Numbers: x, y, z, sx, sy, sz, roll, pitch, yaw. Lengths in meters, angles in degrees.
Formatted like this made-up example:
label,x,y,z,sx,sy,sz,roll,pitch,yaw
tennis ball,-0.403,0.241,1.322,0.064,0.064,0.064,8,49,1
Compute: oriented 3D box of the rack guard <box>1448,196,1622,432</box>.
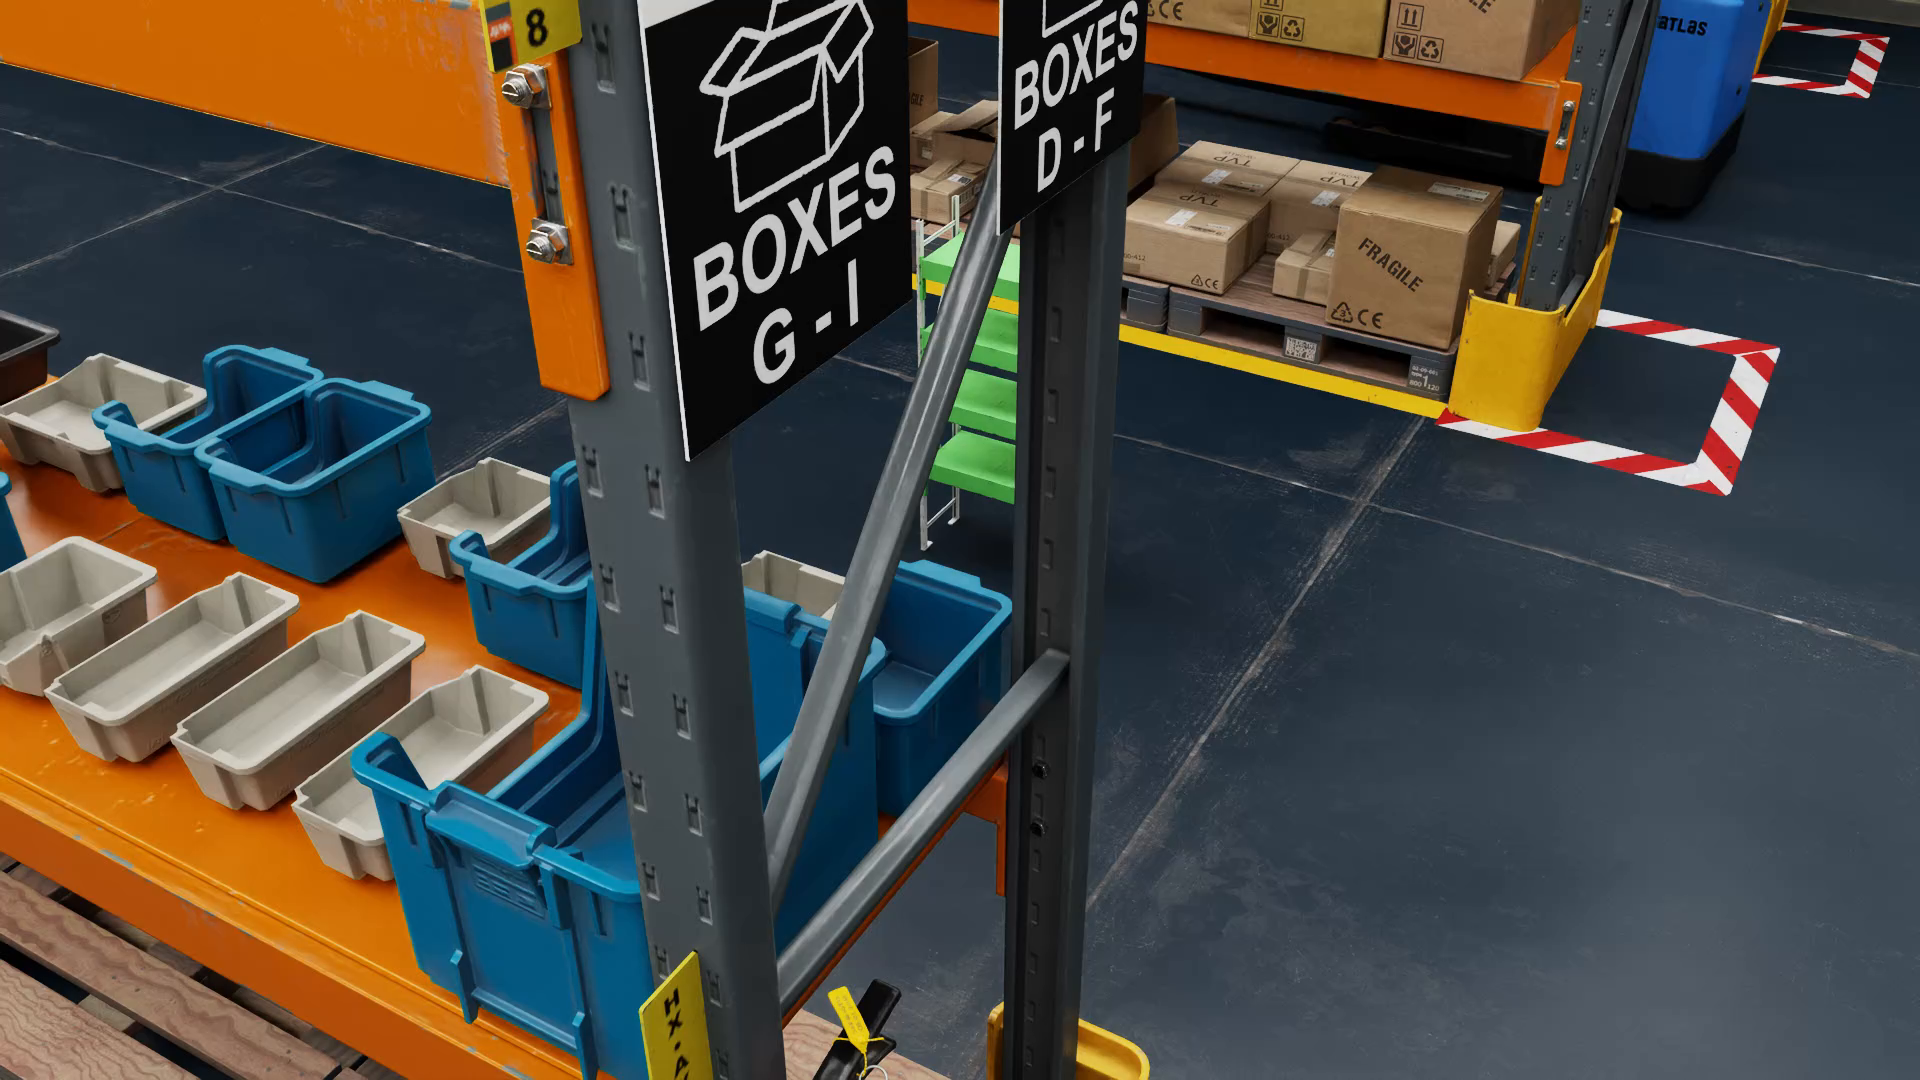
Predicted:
label,x,y,z,sx,sy,sz,roll,pitch,yaw
rack guard,2.327,-0.936,6.705,0.348,0.500,1.175,18,37,24

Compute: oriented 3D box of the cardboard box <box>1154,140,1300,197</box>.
label,x,y,z,sx,sy,sz,roll,pitch,yaw
cardboard box,1.194,-1.556,7.464,0.500,0.250,0.500,18,37,24

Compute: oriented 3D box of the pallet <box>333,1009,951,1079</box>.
label,x,y,z,sx,sy,sz,roll,pitch,yaw
pallet,-0.765,1.342,3.544,1.213,0.211,1.003,18,37,24

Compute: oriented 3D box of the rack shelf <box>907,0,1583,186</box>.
label,x,y,z,sx,sy,sz,roll,pitch,yaw
rack shelf,0.657,-2.206,7.006,4.000,0.370,1.077,18,37,24

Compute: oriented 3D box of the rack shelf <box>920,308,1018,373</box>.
label,x,y,z,sx,sy,sz,roll,pitch,yaw
rack shelf,0.144,-0.600,5.251,0.480,0.148,0.258,18,37,24

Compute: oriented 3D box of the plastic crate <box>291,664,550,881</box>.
label,x,y,z,sx,sy,sz,roll,pitch,yaw
plastic crate,-0.866,0.374,2.665,0.243,0.136,0.396,18,37,24

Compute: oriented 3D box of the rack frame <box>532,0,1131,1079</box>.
label,x,y,z,sx,sy,sz,roll,pitch,yaw
rack frame,-0.069,0.428,2.400,0.053,2.616,0.949,18,37,24

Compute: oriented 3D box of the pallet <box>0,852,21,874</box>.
label,x,y,z,sx,sy,sz,roll,pitch,yaw
pallet,-2.883,0.671,4.552,1.213,0.211,1.003,18,37,24

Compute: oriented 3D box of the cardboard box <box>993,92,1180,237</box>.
label,x,y,z,sx,sy,sz,roll,pitch,yaw
cardboard box,0.554,-1.686,7.431,0.637,0.503,0.797,18,37,24

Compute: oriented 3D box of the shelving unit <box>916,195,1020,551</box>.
label,x,y,z,sx,sy,sz,roll,pitch,yaw
shelving unit,0.144,-0.454,5.349,0.503,1.200,0.258,18,37,24

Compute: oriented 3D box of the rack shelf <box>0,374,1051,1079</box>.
label,x,y,z,sx,sy,sz,roll,pitch,yaw
rack shelf,-1.804,0.176,3.428,4.000,0.370,1.077,18,37,24

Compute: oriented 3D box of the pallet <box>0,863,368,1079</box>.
label,x,y,z,sx,sy,sz,roll,pitch,yaw
pallet,-1.820,1.006,4.049,1.213,0.211,1.003,18,37,24

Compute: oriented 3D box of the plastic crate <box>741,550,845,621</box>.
label,x,y,z,sx,sy,sz,roll,pitch,yaw
plastic crate,-0.356,0.157,2.991,0.298,0.136,0.250,18,37,24

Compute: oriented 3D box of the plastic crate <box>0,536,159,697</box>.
label,x,y,z,sx,sy,sz,roll,pitch,yaw
plastic crate,-1.630,0.150,3.002,0.250,0.136,0.298,18,37,24

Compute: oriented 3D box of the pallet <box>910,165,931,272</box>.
label,x,y,z,sx,sy,sz,roll,pitch,yaw
pallet,-0.484,-1.706,8.121,1.213,0.211,1.003,18,37,24

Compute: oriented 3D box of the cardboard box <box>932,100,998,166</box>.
label,x,y,z,sx,sy,sz,roll,pitch,yaw
cardboard box,0.207,-1.893,7.916,0.500,0.311,0.500,18,37,24

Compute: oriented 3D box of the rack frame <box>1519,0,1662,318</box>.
label,x,y,z,sx,sy,sz,roll,pitch,yaw
rack frame,2.393,-1.956,5.981,0.127,3.000,1.000,18,37,24

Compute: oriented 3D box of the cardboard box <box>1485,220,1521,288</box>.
label,x,y,z,sx,sy,sz,roll,pitch,yaw
cardboard box,2.200,-1.233,7.070,0.250,0.149,0.380,18,37,24

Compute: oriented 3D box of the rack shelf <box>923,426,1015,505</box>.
label,x,y,z,sx,sy,sz,roll,pitch,yaw
rack shelf,0.144,-0.201,5.518,0.480,0.148,0.258,18,37,24

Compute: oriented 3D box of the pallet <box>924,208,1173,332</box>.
label,x,y,z,sx,sy,sz,roll,pitch,yaw
pallet,0.579,-1.371,7.618,1.213,0.211,1.003,18,37,24

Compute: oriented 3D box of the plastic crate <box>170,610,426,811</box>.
label,x,y,z,sx,sy,sz,roll,pitch,yaw
plastic crate,-1.110,0.288,2.795,0.243,0.136,0.396,18,37,24

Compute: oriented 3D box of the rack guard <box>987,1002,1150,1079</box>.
label,x,y,z,sx,sy,sz,roll,pitch,yaw
rack guard,-0.040,1.468,3.095,0.348,0.500,1.175,18,37,24

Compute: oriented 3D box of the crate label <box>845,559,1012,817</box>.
label,x,y,z,sx,sy,sz,roll,pitch,yaw
crate label,-0.119,0.245,2.772,0.303,0.233,0.416,18,37,24

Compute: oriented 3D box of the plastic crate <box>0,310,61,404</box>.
label,x,y,z,sx,sy,sz,roll,pitch,yaw
plastic crate,-2.436,-0.405,3.846,0.590,0.125,0.437,18,37,24

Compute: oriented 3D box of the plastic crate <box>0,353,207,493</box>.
label,x,y,z,sx,sy,sz,roll,pitch,yaw
plastic crate,-1.880,-0.254,3.609,0.466,0.136,0.293,18,37,24

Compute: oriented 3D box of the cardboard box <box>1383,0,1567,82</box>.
label,x,y,z,sx,sy,sz,roll,pitch,yaw
cardboard box,1.869,-1.990,5.941,0.500,0.500,0.500,19,38,26

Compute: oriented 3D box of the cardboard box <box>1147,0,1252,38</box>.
label,x,y,z,sx,sy,sz,roll,pitch,yaw
cardboard box,0.987,-2.270,6.363,0.500,0.500,0.500,18,38,25

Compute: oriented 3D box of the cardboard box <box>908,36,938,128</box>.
label,x,y,z,sx,sy,sz,roll,pitch,yaw
cardboard box,-0.444,-2.178,8.173,0.500,0.500,0.500,18,37,24

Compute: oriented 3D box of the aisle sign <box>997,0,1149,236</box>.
label,x,y,z,sx,sy,sz,roll,pitch,yaw
aisle sign,0.142,-0.778,1.867,0.004,0.787,0.394,18,37,24

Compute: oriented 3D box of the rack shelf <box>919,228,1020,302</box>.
label,x,y,z,sx,sy,sz,roll,pitch,yaw
rack shelf,0.144,-0.800,5.118,0.480,0.148,0.258,18,37,24

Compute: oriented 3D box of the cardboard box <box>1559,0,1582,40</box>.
label,x,y,z,sx,sy,sz,roll,pitch,yaw
cardboard box,2.139,-2.246,6.327,0.500,0.500,0.500,18,38,25

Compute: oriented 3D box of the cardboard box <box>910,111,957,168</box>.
label,x,y,z,sx,sy,sz,roll,pitch,yaw
cardboard box,-0.089,-1.958,8.159,0.250,0.149,0.380,18,37,24

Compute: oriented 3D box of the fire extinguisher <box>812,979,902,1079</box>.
label,x,y,z,sx,sy,sz,roll,pitch,yaw
fire extinguisher,-0.162,0.874,2.137,0.183,0.674,0.296,18,37,24

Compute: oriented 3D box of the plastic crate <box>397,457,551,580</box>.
label,x,y,z,sx,sy,sz,roll,pitch,yaw
plastic crate,-0.945,-0.029,3.272,0.298,0.136,0.250,18,37,24

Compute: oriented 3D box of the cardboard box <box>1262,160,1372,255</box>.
label,x,y,z,sx,sy,sz,roll,pitch,yaw
cardboard box,1.628,-1.418,7.257,0.500,0.250,0.500,18,37,24

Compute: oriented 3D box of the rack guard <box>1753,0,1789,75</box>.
label,x,y,z,sx,sy,sz,roll,pitch,yaw
rack guard,4.869,-3.294,10.245,0.348,0.500,1.175,18,37,24

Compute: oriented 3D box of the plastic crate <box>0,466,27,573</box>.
label,x,y,z,sx,sy,sz,roll,pitch,yaw
plastic crate,-1.978,0.030,3.095,0.300,0.233,0.416,18,37,24

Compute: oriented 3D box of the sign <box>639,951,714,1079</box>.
label,x,y,z,sx,sy,sz,roll,pitch,yaw
sign,-0.327,0.628,1.953,0.005,0.325,0.100,18,37,24

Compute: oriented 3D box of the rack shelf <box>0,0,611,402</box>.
label,x,y,z,sx,sy,sz,roll,pitch,yaw
rack shelf,-1.804,-1.072,2.597,4.000,0.370,1.077,18,37,24

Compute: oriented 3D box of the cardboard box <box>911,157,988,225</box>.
label,x,y,z,sx,sy,sz,roll,pitch,yaw
cardboard box,-0.067,-1.607,7.616,0.250,0.166,0.380,18,37,24

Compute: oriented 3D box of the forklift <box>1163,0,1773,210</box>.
label,x,y,z,sx,sy,sz,roll,pitch,yaw
forklift,2.536,-3.448,8.283,3.031,2.935,1.130,20,39,27

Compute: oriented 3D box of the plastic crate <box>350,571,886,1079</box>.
label,x,y,z,sx,sy,sz,roll,pitch,yaw
plastic crate,-0.451,0.385,2.380,0.499,0.435,0.616,18,37,24

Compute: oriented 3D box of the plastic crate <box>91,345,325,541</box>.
label,x,y,z,sx,sy,sz,roll,pitch,yaw
plastic crate,-1.523,-0.199,3.440,0.300,0.233,0.416,18,37,24

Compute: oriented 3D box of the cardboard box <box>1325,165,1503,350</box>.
label,x,y,z,sx,sy,sz,roll,pitch,yaw
cardboard box,1.799,-1.130,6.598,0.500,0.500,0.500,18,37,24

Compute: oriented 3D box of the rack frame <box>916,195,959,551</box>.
label,x,y,z,sx,sy,sz,roll,pitch,yaw
rack frame,-0.068,-0.521,5.450,0.015,1.200,0.240,18,37,24

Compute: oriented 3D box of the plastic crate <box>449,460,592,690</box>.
label,x,y,z,sx,sy,sz,roll,pitch,yaw
plastic crate,-0.690,0.064,3.044,0.300,0.233,0.416,18,37,24

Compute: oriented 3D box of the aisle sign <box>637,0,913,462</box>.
label,x,y,z,sx,sy,sz,roll,pitch,yaw
aisle sign,-0.151,-0.494,1.441,0.004,0.787,0.394,18,37,24

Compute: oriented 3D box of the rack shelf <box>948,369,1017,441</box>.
label,x,y,z,sx,sy,sz,roll,pitch,yaw
rack shelf,0.144,-0.401,5.384,0.480,0.148,0.258,18,37,24

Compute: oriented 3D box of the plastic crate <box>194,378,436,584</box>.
label,x,y,z,sx,sy,sz,roll,pitch,yaw
plastic crate,-1.262,-0.117,3.316,0.300,0.233,0.416,18,37,24

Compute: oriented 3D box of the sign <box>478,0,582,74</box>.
label,x,y,z,sx,sy,sz,roll,pitch,yaw
sign,-0.327,-0.509,1.196,0.005,0.325,0.100,18,37,24

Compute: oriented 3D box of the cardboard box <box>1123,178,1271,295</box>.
label,x,y,z,sx,sy,sz,roll,pitch,yaw
cardboard box,0.989,-1.301,7.082,0.500,0.250,0.500,18,37,24

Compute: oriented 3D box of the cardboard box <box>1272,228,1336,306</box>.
label,x,y,z,sx,sy,sz,roll,pitch,yaw
cardboard box,1.492,-1.145,6.923,0.250,0.166,0.380,18,37,24

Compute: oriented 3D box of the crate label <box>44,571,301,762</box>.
label,x,y,z,sx,sy,sz,roll,pitch,yaw
crate label,-1.364,0.223,2.893,0.243,0.136,0.396,18,37,24

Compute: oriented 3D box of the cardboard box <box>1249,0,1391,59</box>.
label,x,y,z,sx,sy,sz,roll,pitch,yaw
cardboard box,1.417,-2.131,6.153,0.500,0.500,0.500,18,38,25

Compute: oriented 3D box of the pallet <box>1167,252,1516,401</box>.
label,x,y,z,sx,sy,sz,roll,pitch,yaw
pallet,1.635,-1.035,7.114,1.213,0.211,1.003,18,37,24
